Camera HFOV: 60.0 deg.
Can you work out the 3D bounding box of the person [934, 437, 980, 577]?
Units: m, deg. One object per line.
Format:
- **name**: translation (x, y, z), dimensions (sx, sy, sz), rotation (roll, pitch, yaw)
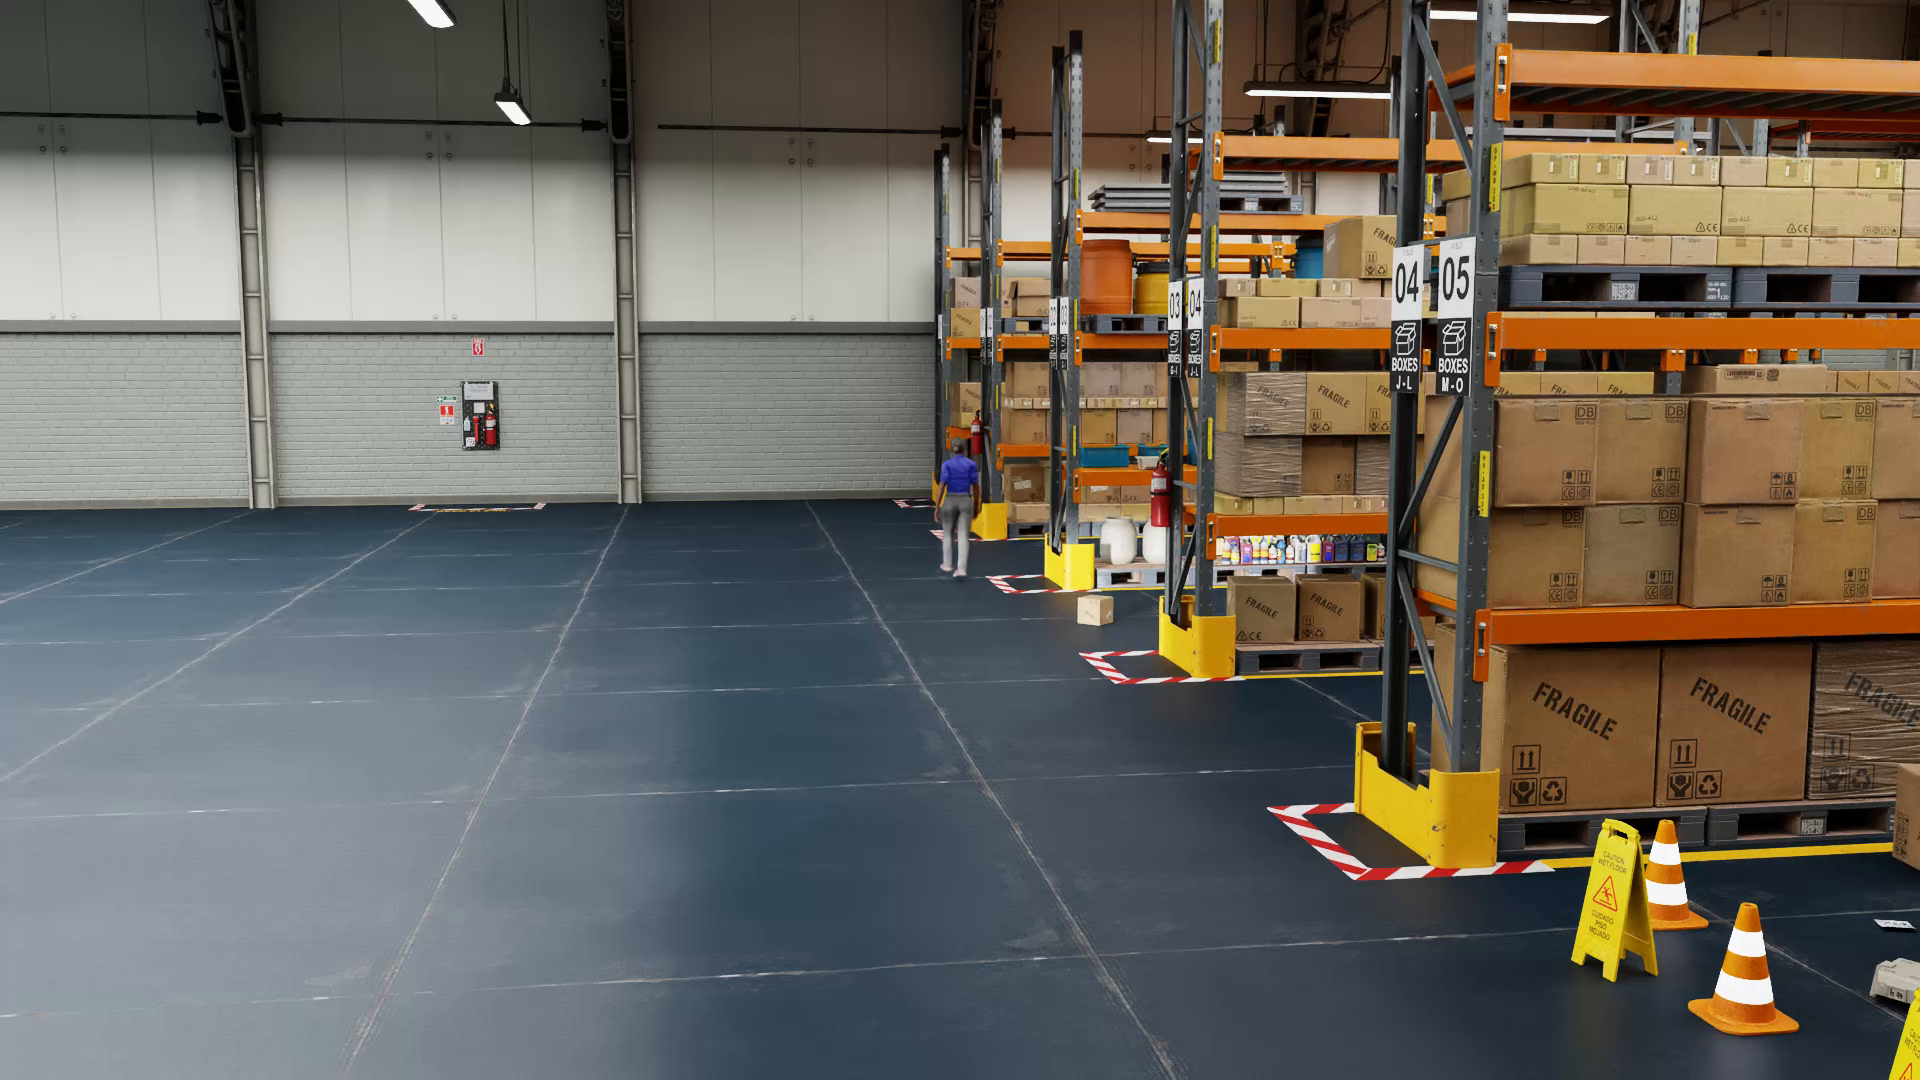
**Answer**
- **person**: translation (-0.034, -0.401, 19.276), dimensions (0.527, 1.592, 1.006), rotation (0, 7, -1)
